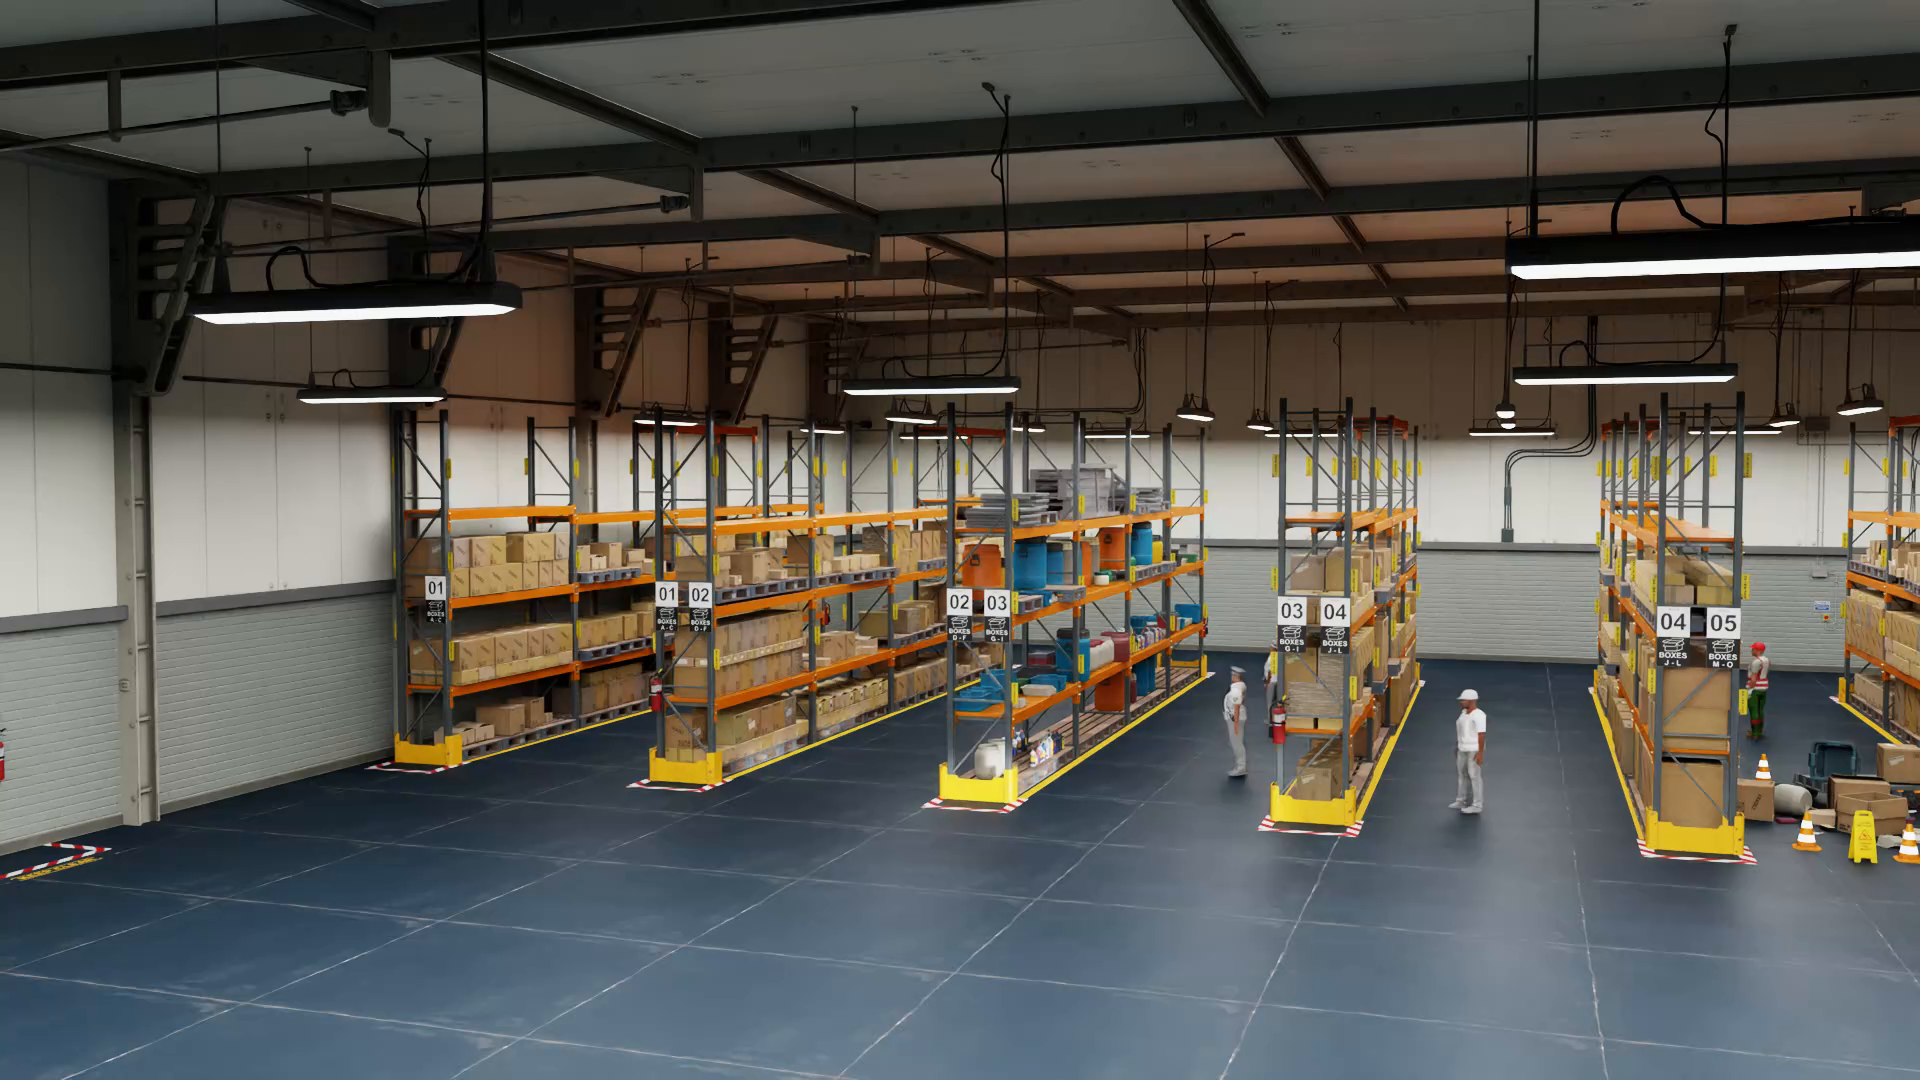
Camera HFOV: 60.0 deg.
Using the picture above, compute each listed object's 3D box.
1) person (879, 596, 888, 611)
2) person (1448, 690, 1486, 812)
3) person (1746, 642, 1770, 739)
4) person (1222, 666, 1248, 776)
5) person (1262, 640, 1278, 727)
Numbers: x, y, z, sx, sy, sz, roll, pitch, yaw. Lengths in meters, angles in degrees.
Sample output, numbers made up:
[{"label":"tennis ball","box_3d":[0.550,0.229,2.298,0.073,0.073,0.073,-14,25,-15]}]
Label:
[{"label":"person","box_3d":[-1.842,2.289,42.728,0.556,1.716,1.046,1,3,16]},{"label":"person","box_3d":[7.399,3.066,24.285,0.437,1.770,0.629,-1,3,-16]},{"label":"person","box_3d":[14.828,2.780,31.072,0.556,1.770,0.577,-1,3,-18]},{"label":"person","box_3d":[4.502,2.966,27.174,0.405,1.810,0.551,1,3,15]},{"label":"person","box_3d":[6.029,2.782,32.385,0.470,1.692,0.596,-2,3,-38]}]
